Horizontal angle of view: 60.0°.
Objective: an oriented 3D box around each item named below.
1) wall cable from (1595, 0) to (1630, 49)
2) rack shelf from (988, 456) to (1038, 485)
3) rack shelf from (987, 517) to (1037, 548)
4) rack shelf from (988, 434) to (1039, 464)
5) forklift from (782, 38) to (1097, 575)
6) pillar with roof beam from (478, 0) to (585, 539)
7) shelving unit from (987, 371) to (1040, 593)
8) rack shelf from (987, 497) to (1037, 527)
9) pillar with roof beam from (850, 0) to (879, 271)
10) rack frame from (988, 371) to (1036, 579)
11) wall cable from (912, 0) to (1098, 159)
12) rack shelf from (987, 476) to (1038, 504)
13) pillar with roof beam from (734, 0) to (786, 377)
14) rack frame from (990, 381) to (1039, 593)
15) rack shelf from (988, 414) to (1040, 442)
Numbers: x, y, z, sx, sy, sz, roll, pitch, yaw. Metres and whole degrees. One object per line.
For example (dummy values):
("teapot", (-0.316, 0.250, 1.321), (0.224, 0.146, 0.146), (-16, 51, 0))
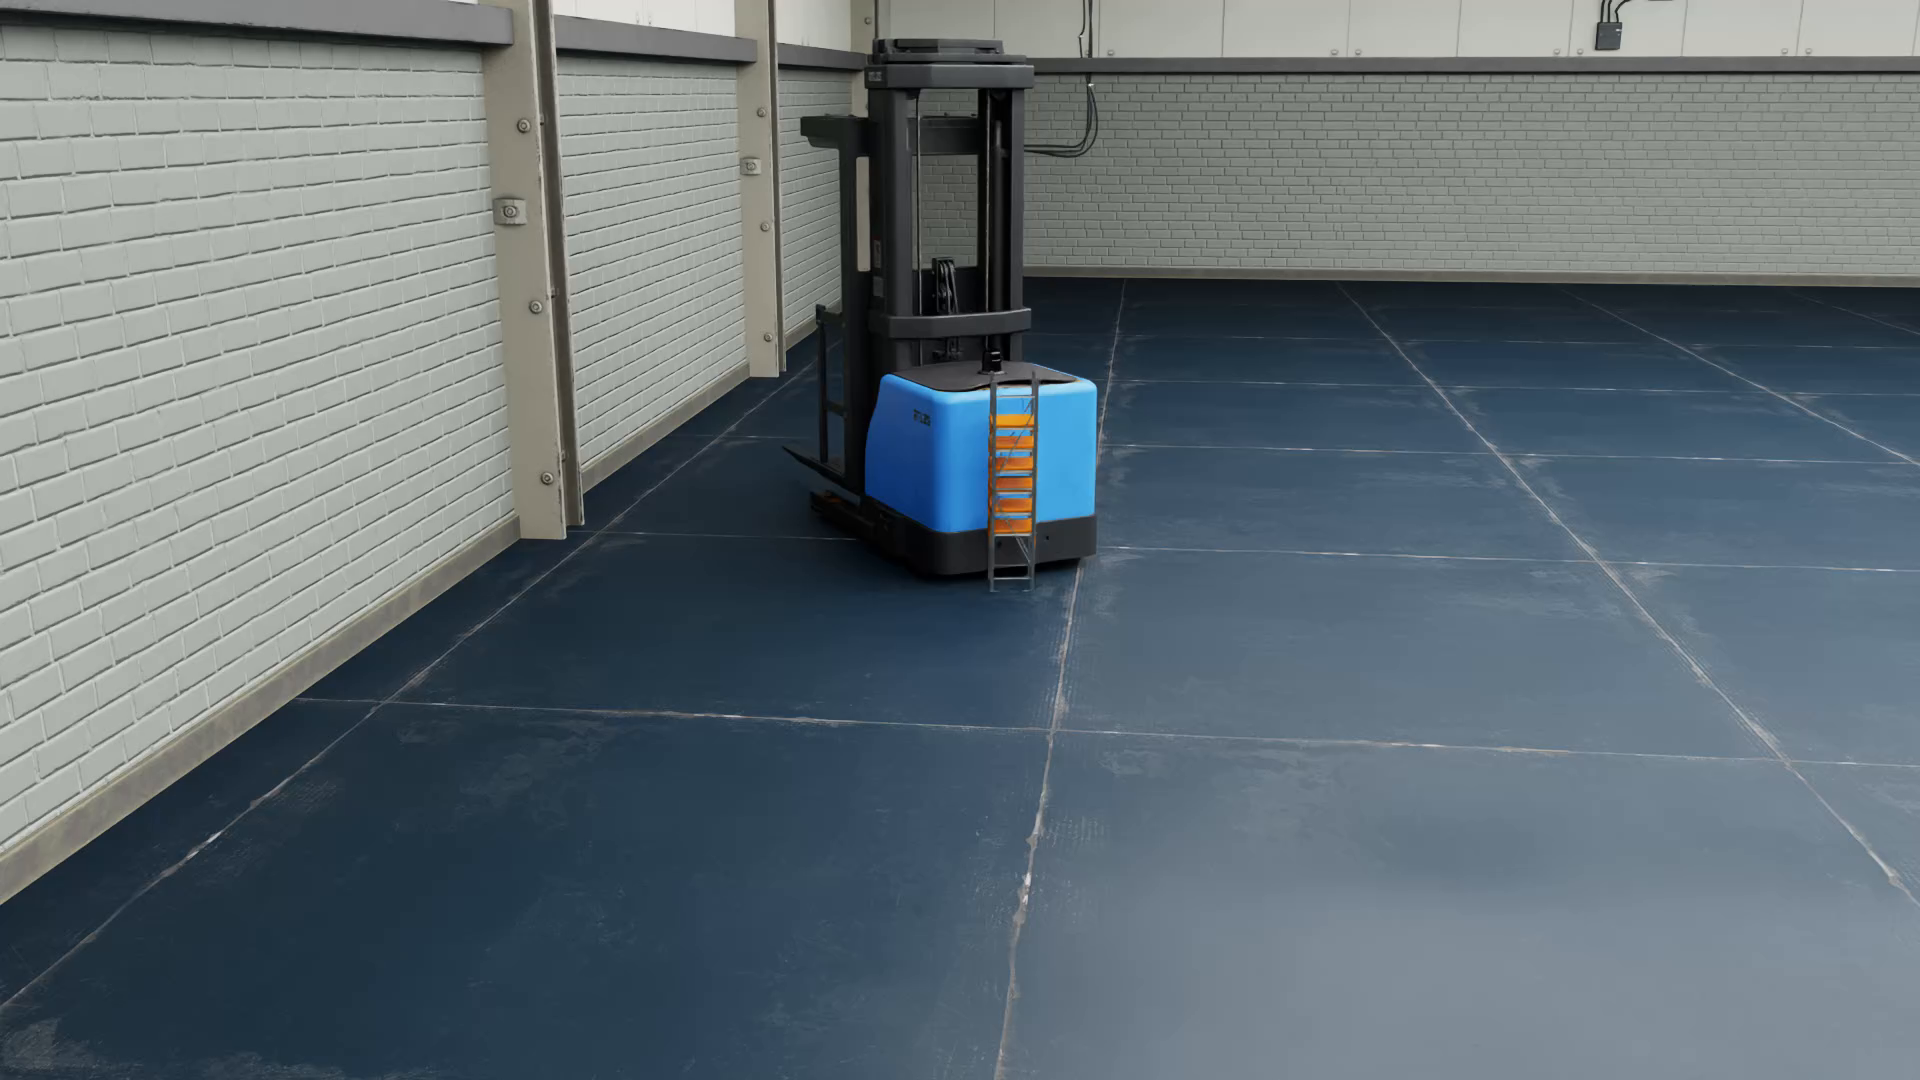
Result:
("wall cable", (9.875, -9.599, 21.905), (2.305, 6.003, 0.169), (2, 15, 6))
("rack shelf", (0.284, -0.376, 8.936), (0.258, 0.103, 0.180), (-1, 22, -3))
("rack shelf", (0.282, -0.042, 9.071), (0.258, 0.103, 0.180), (-1, 22, -3))
("rack shelf", (0.285, -0.487, 8.891), (0.258, 0.103, 0.180), (-1, 22, -3))
("forklift", (-0.307, -1.558, 10.309), (1.130, 2.935, 3.031), (-7, 17, -25))
("pillar with roof beam", (1.721, -4.277, 8.738), (9.100, 9.000, 0.400), (2, 15, 6))
("shelving unit", (0.283, -0.306, 8.964), (0.258, 1.200, 0.189), (-1, 22, -3))
("rack shelf", (0.282, -0.153, 9.026), (0.258, 0.103, 0.180), (-1, 22, -3))
("pillar with roof beam", (3.075, -7.389, 20.248), (9.100, 9.000, 0.400), (2, 15, 6))
("rack frame", (0.279, -0.340, 9.049), (0.240, 1.200, 0.006), (-1, 22, -3))
("wall cable", (0.444, -6.742, 23.804), (3.097, 2.526, 0.112), (2, 15, 6))
("rack shelf", (0.283, -0.264, 8.981), (0.258, 0.103, 0.180), (-1, 22, -3))
("pillar with roof beam", (2.398, -5.833, 14.493), (9.100, 9.000, 0.400), (2, 15, 6))
("rack frame", (0.288, -0.271, 8.880), (0.240, 1.200, 0.006), (-1, 22, -3))
("rack shelf", (0.285, -0.598, 8.846), (0.258, 0.103, 0.180), (-1, 22, -3))
